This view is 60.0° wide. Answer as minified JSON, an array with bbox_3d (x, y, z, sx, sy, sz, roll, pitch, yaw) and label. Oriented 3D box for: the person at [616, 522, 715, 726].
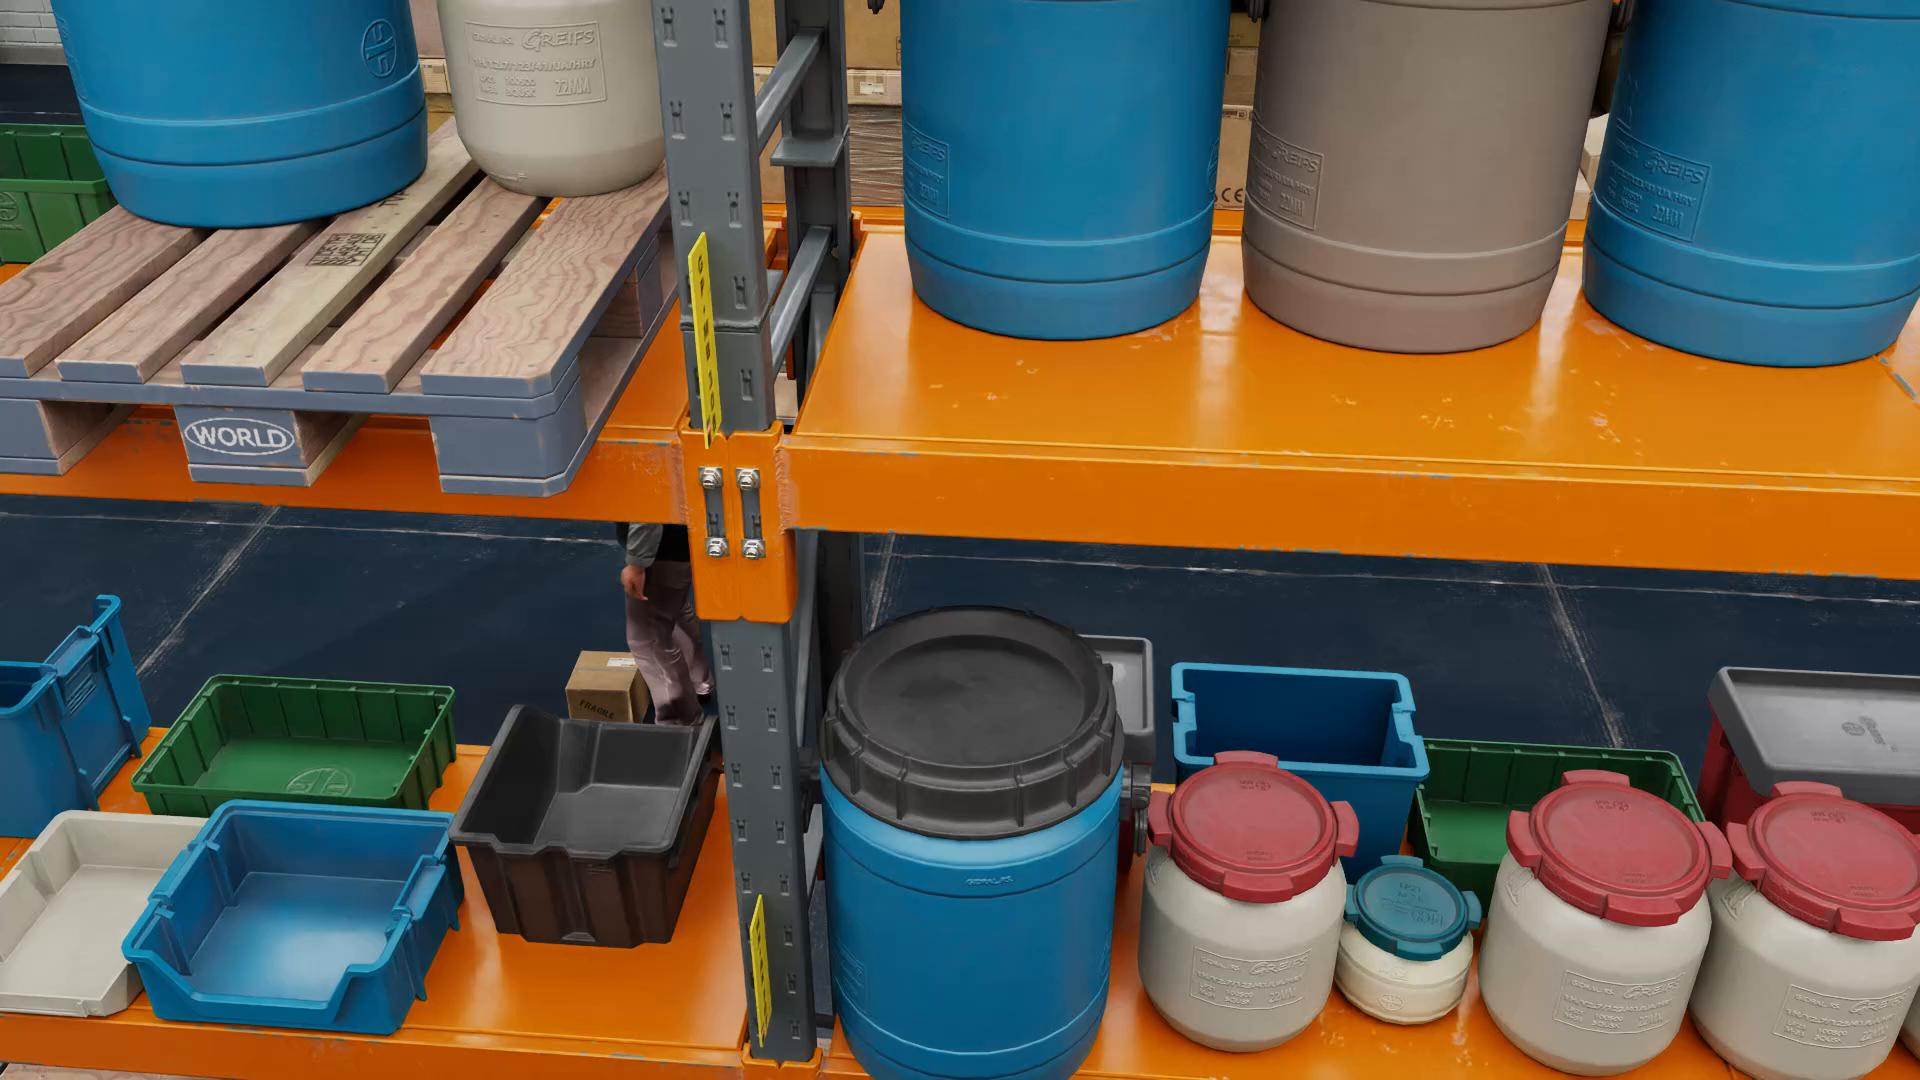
[{"bbox_3d":[-1.103,-0.006,6.169,0.420,1.720,0.579,2,32,3],"label":"person"}]
